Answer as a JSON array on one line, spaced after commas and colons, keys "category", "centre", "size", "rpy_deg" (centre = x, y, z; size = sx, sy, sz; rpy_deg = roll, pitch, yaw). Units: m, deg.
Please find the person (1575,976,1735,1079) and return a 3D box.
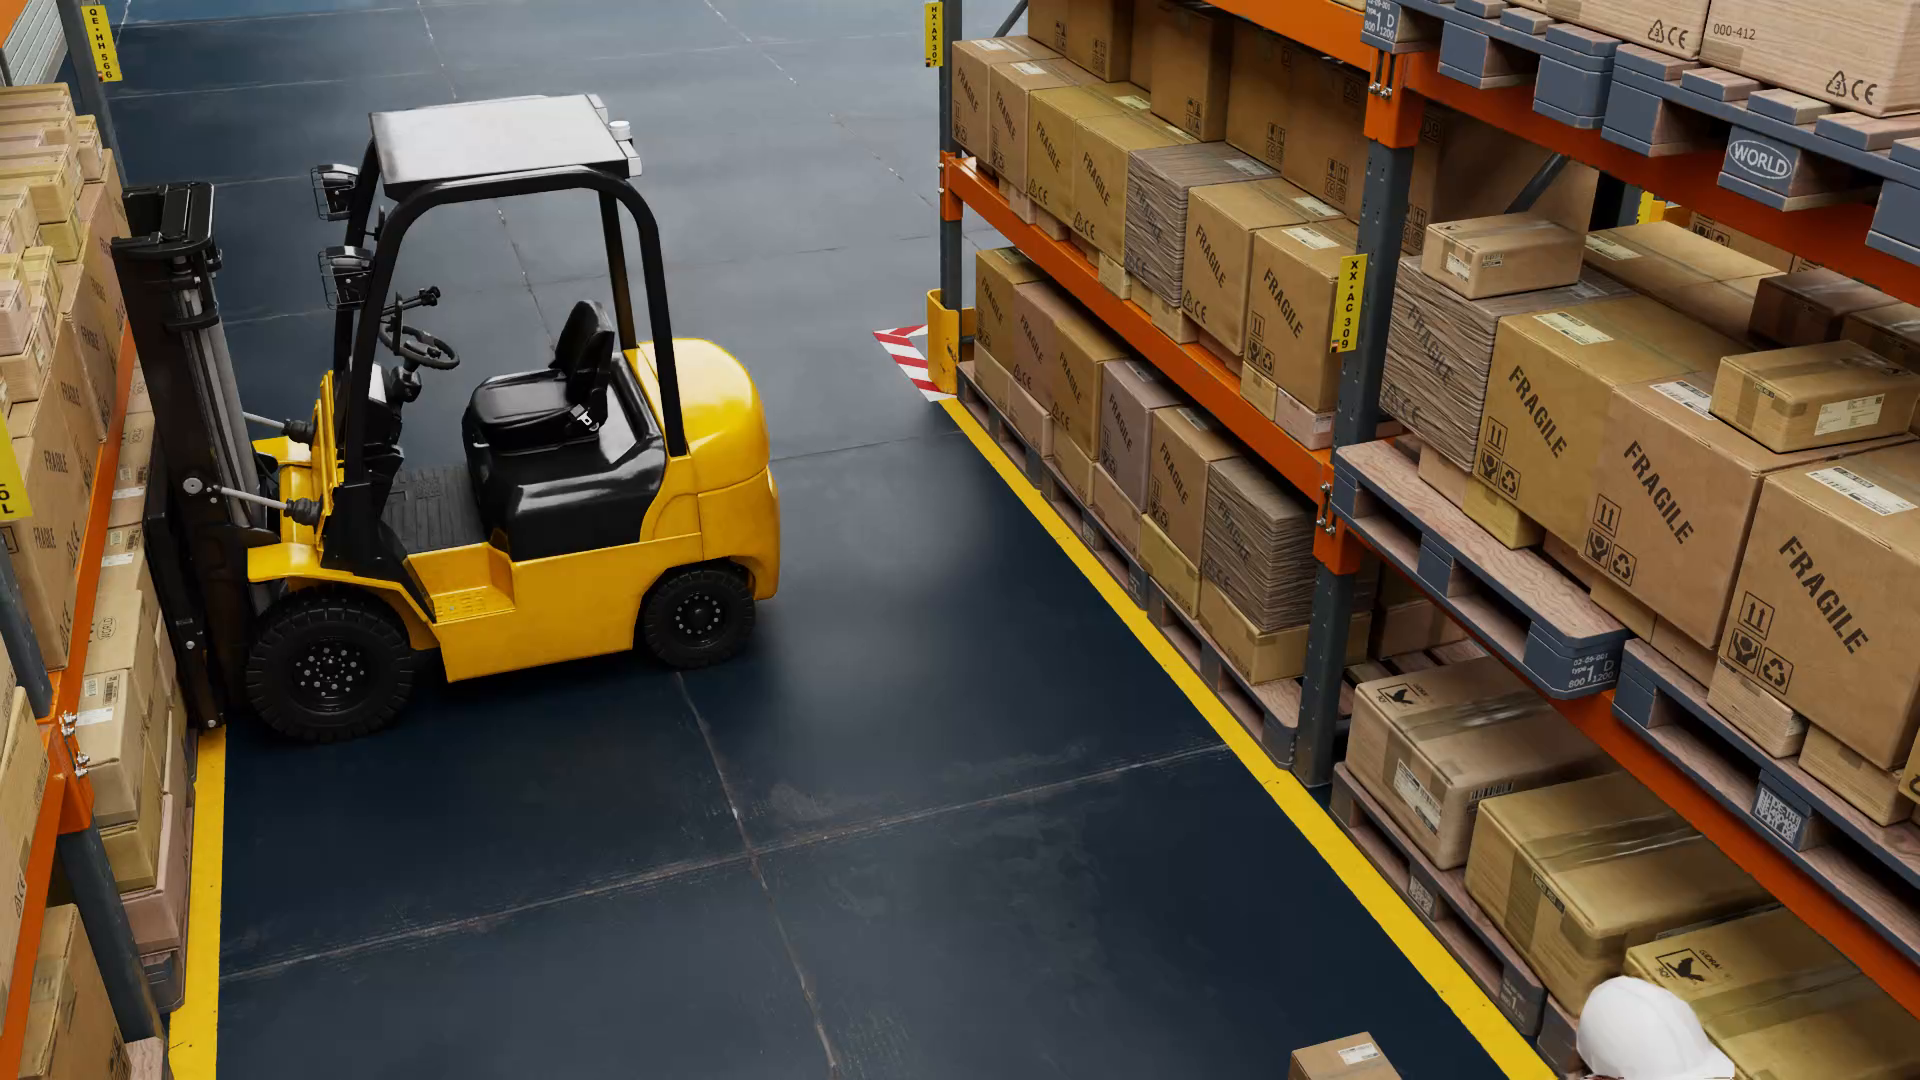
[{"category": "person", "centre": [1.238, 1.621, 3.223], "size": [0.585, 1.809, 0.476], "rpy_deg": [-9, 31, -15]}]
